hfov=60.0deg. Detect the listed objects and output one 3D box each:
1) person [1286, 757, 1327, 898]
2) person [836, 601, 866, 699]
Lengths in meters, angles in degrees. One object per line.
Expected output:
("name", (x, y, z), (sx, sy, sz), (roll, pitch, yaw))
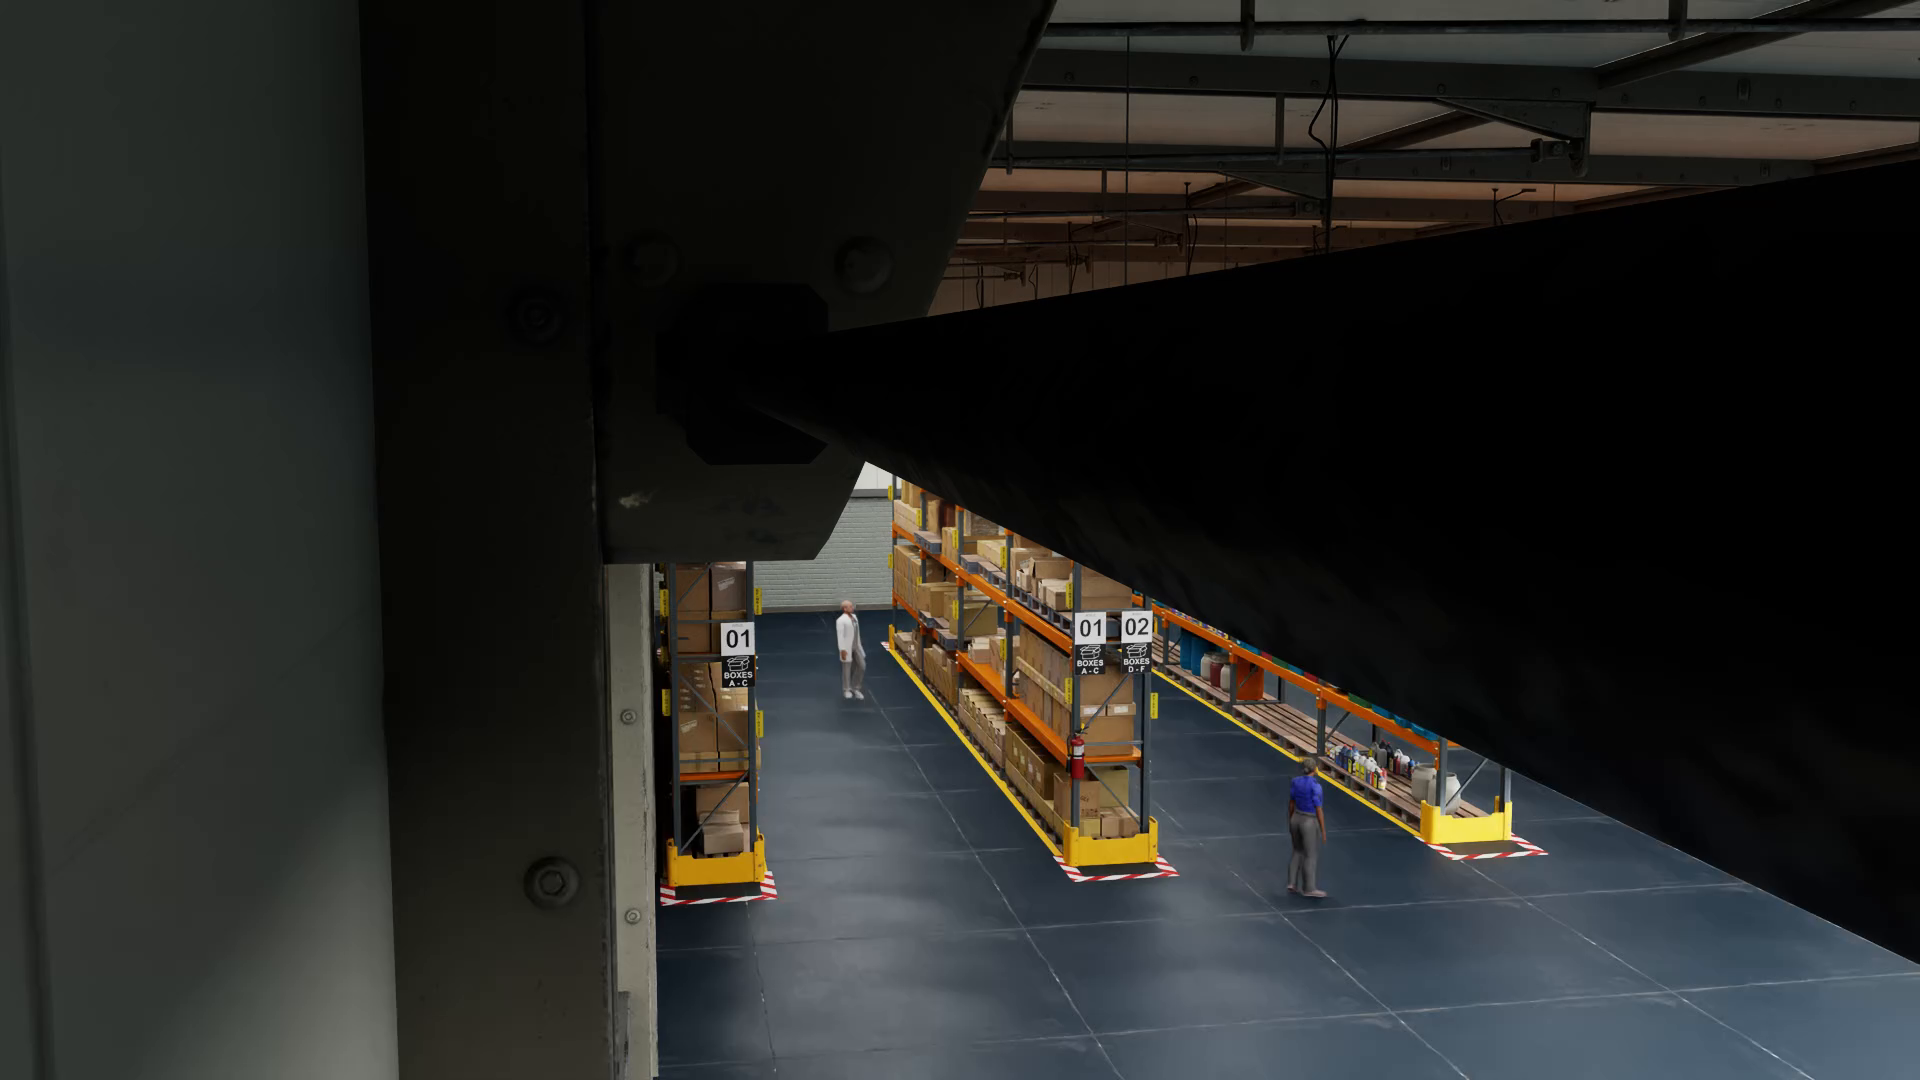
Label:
("person", (4.109, 3.429, 19.696), (0.345, 1.744, 0.549), (-4, 8, -35))
("person", (-2.008, 2.034, 30.560), (0.671, 1.850, 0.437), (-5, 8, -40))
